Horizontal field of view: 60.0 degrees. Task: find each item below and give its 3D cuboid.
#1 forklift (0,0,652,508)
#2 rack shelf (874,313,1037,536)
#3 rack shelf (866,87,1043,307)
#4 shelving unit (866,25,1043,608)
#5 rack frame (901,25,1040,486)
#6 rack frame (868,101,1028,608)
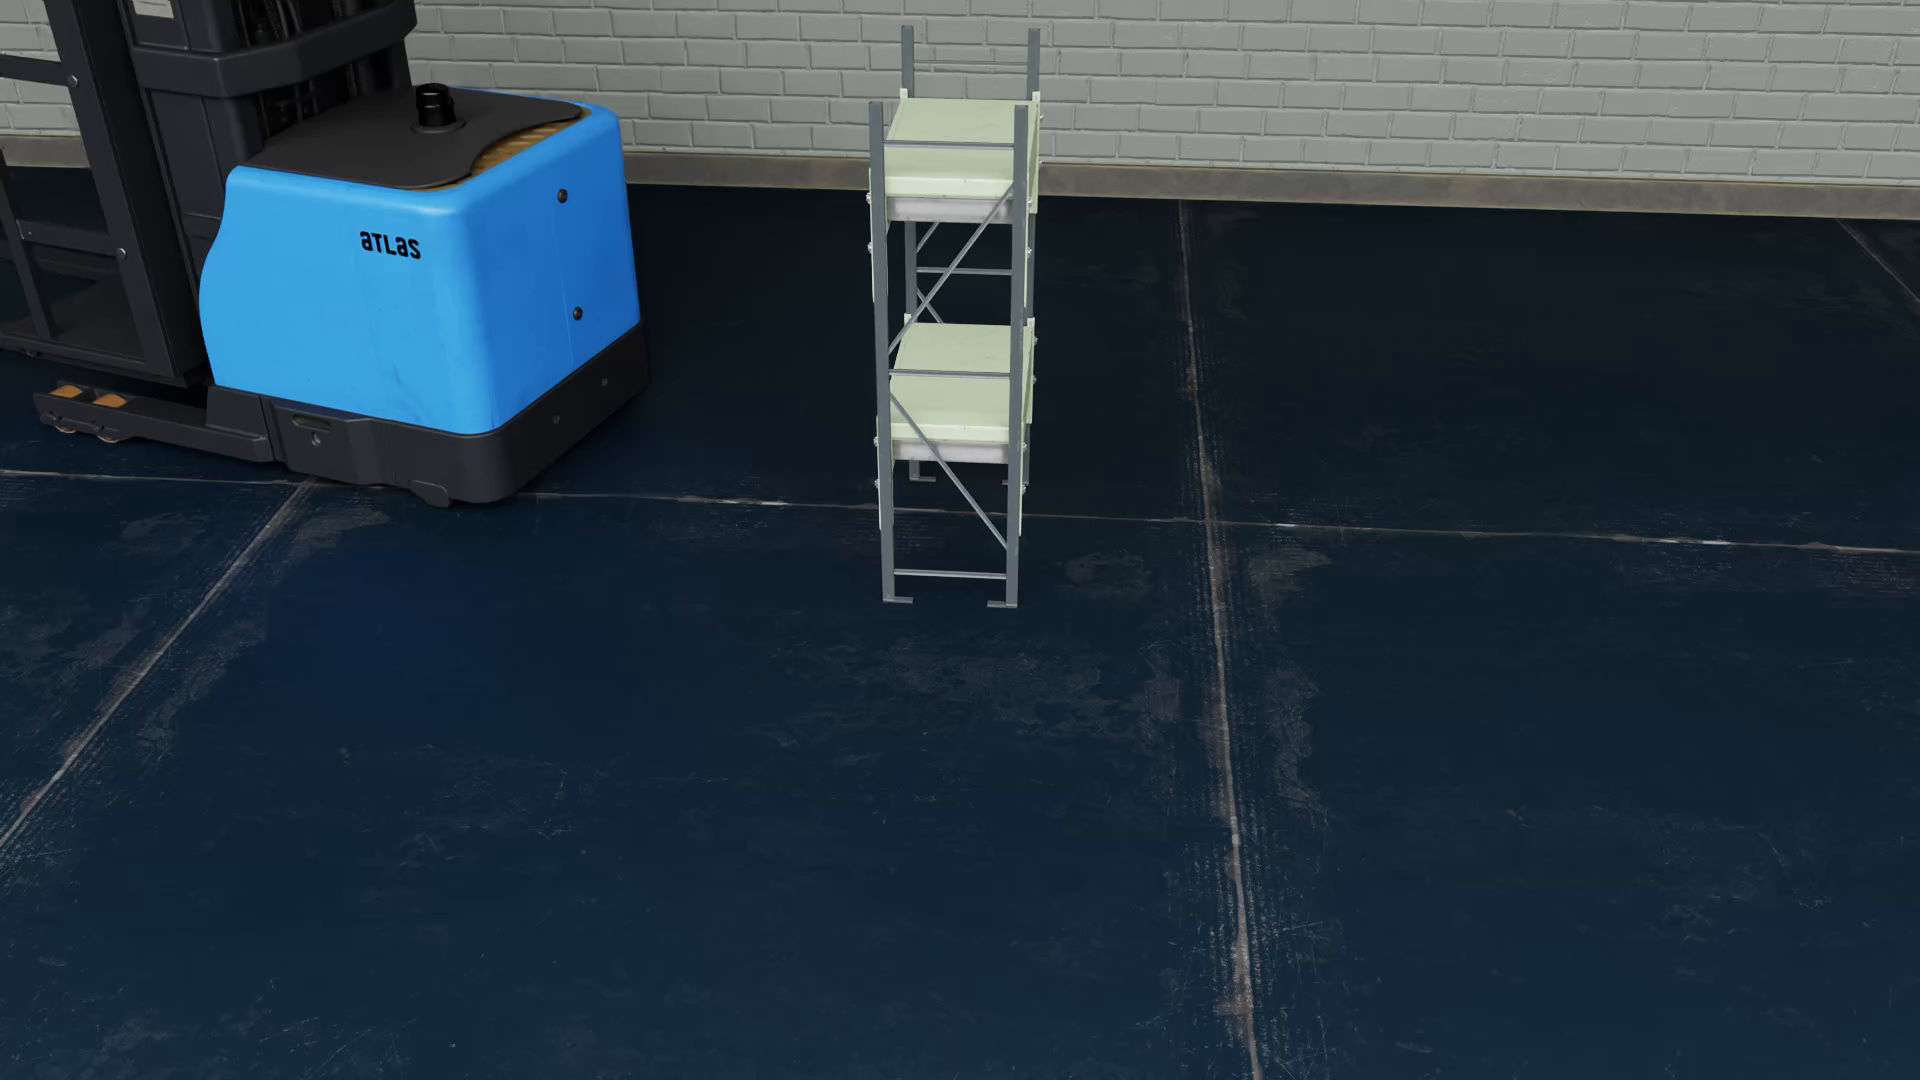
[{"bbox_3d":[-2.694,-1.830,5.426,3.031,2.935,1.130,11,33,18],"label":"forklift"},{"bbox_3d":[0.001,-0.364,5.033,0.431,0.370,0.720,2,32,4],"label":"rack shelf"},{"bbox_3d":[0.001,-0.974,4.657,0.431,0.370,0.720,2,32,4],"label":"rack shelf"},{"bbox_3d":[0.001,-0.642,4.862,0.431,1.500,0.755,2,32,4],"label":"shelving unit"},{"bbox_3d":[0.030,-0.833,5.173,0.400,1.500,0.023,2,32,4],"label":"rack frame"},{"bbox_3d":[-0.029,-0.451,4.552,0.400,1.500,0.023,2,32,4],"label":"rack frame"}]
